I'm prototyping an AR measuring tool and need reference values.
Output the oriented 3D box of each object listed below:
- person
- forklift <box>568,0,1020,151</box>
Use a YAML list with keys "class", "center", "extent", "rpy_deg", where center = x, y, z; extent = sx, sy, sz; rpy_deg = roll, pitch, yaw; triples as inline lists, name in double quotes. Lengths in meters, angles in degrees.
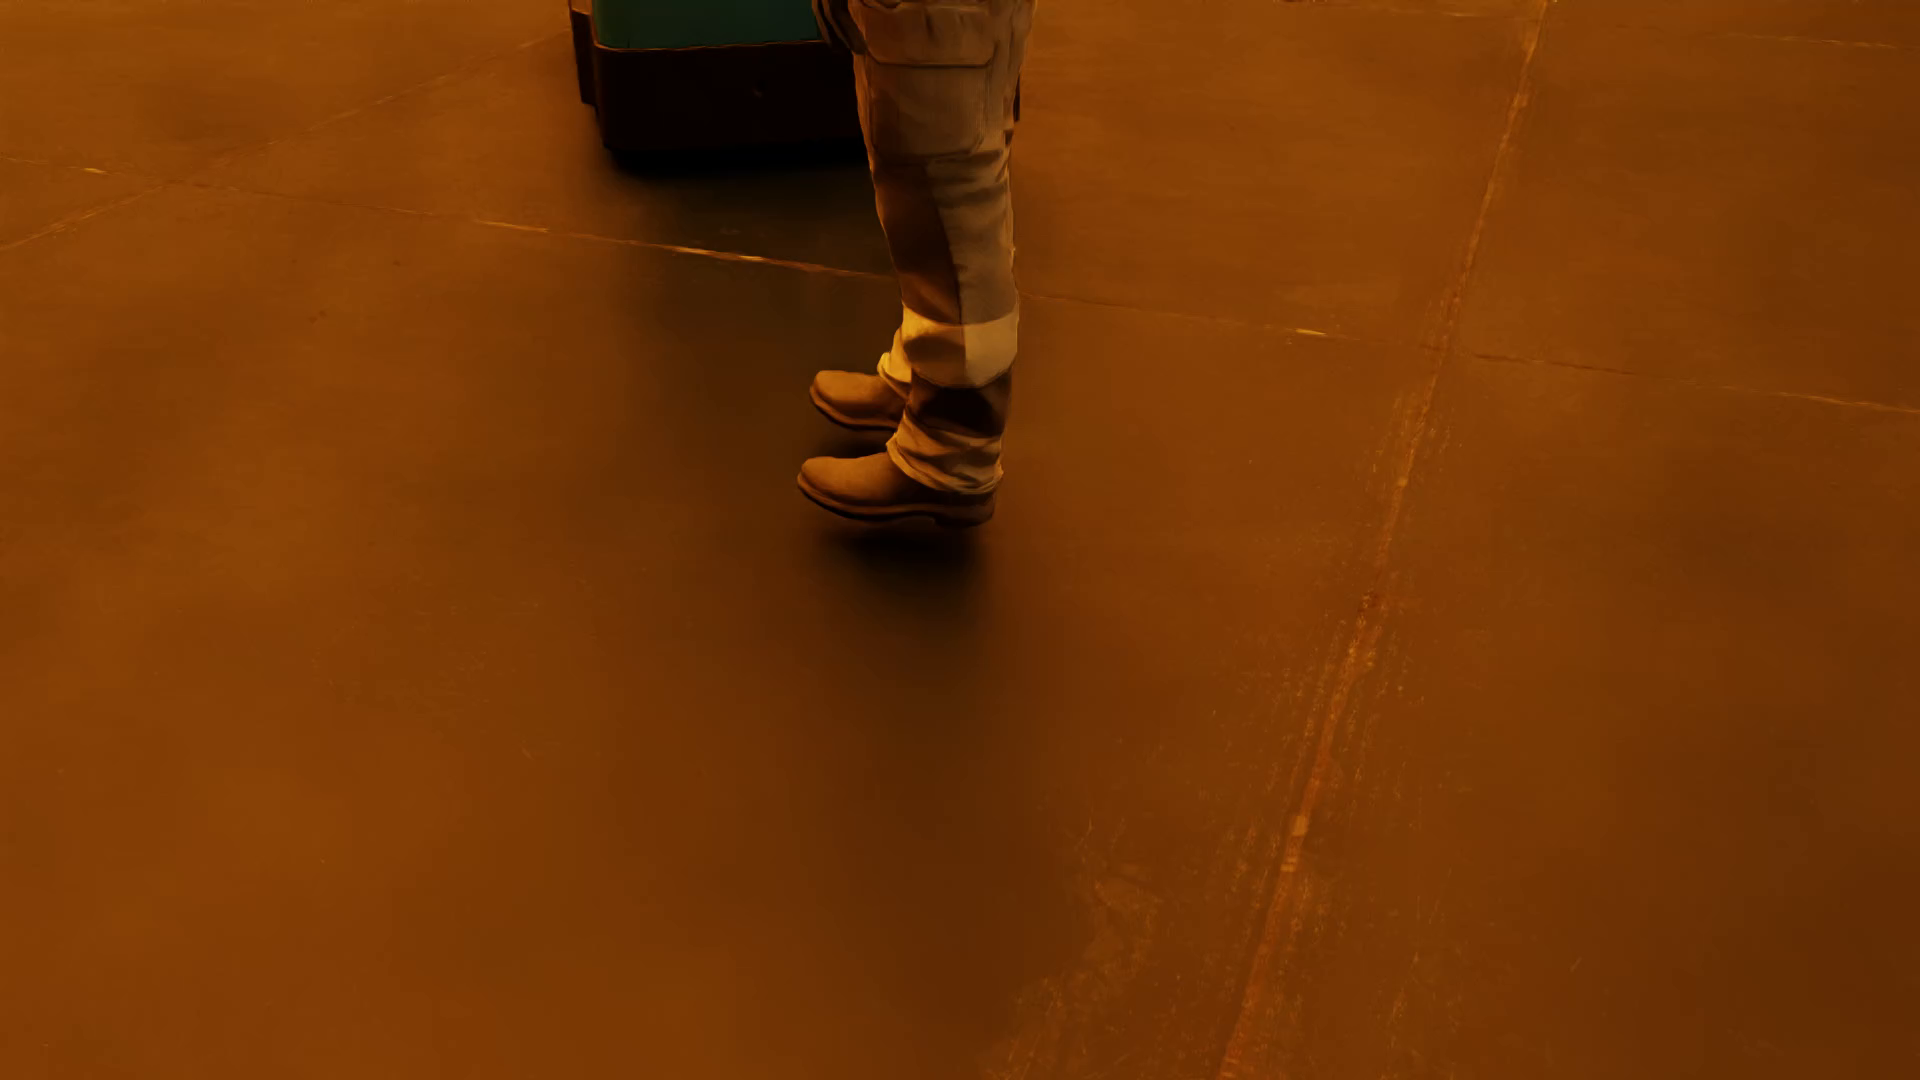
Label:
- class: "person"
  center: [-0.071, -0.838, 2.070]
  extent: [0.563, 1.787, 0.636]
  rpy_deg: [10, 31, 18]
- class: "forklift"
  center: [-0.688, -2.924, 4.688]
  extent: [1.130, 2.935, 3.031]
  rpy_deg: [-7, 30, -12]
